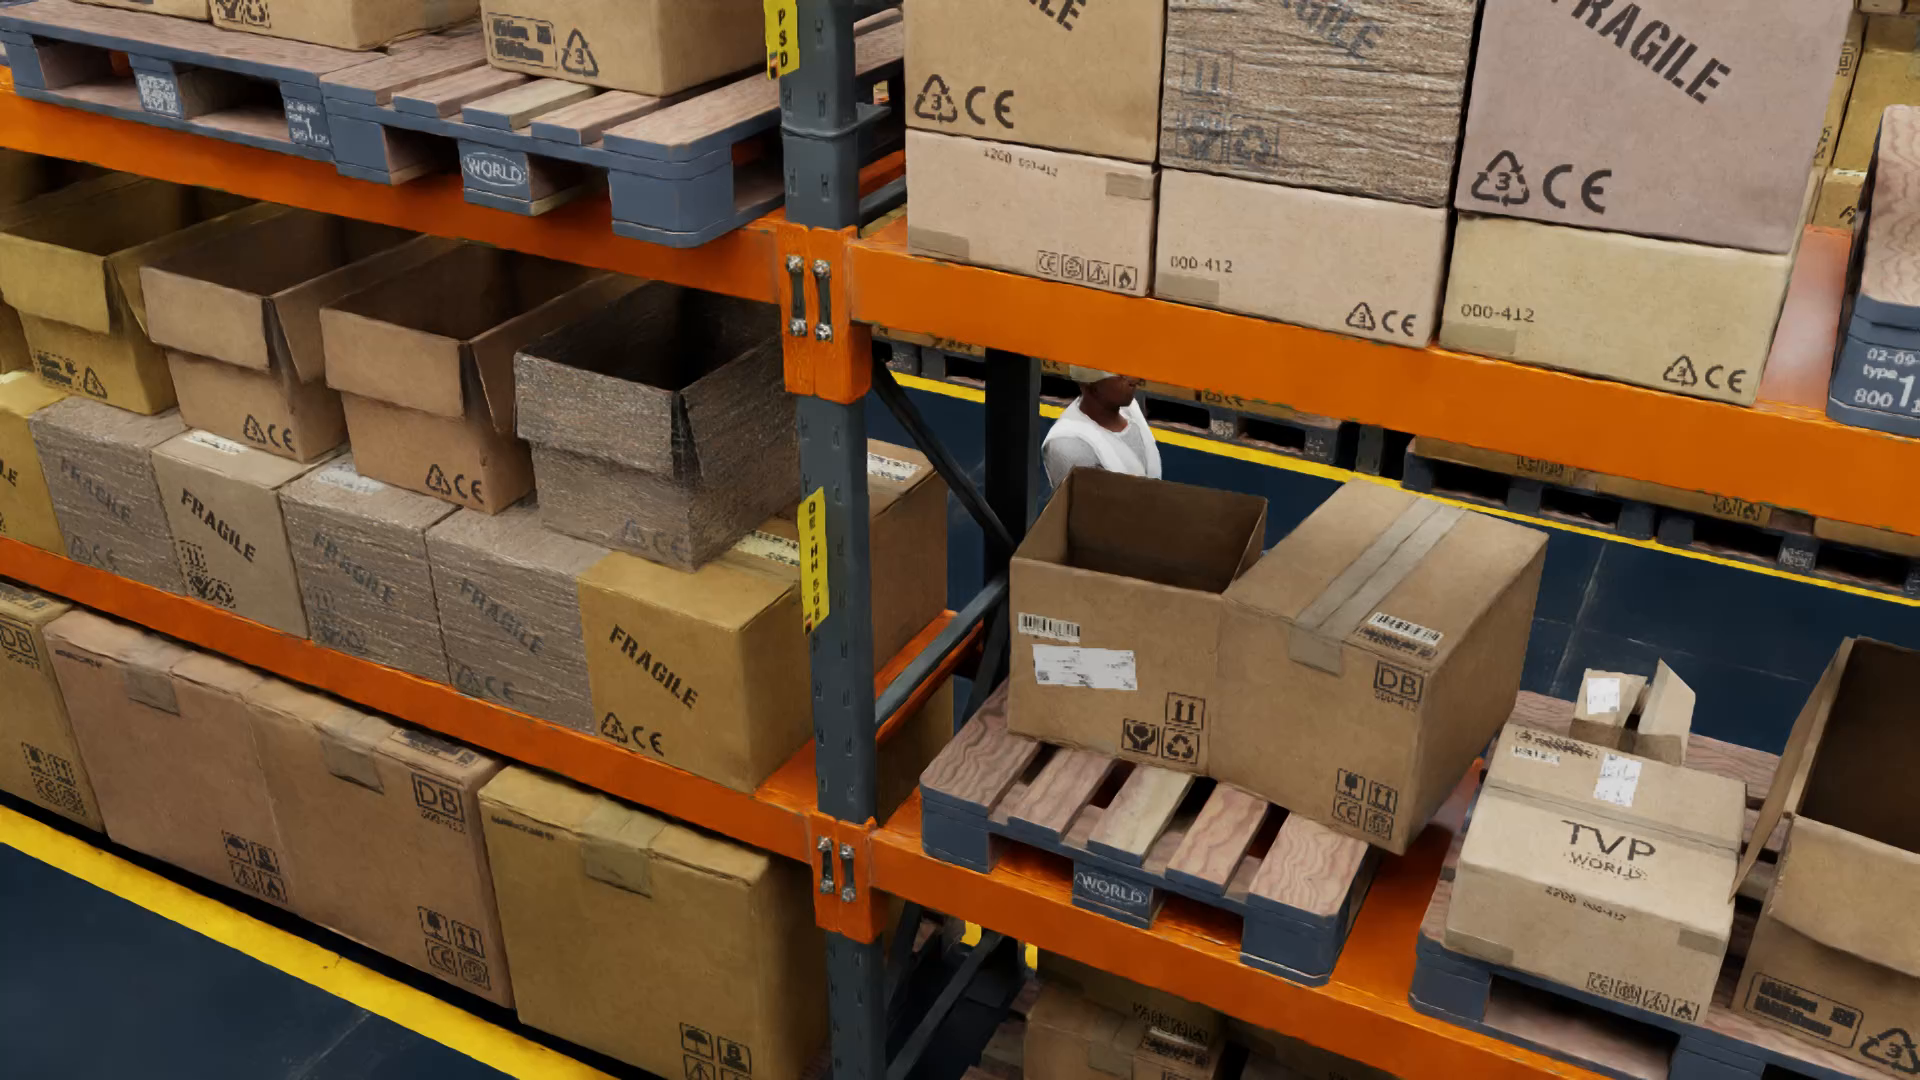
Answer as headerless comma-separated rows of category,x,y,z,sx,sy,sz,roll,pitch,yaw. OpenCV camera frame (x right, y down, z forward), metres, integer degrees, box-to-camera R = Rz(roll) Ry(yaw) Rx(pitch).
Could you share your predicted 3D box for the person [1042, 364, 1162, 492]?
person,0.550,0.102,5.894,0.469,1.809,0.573,17,34,27
